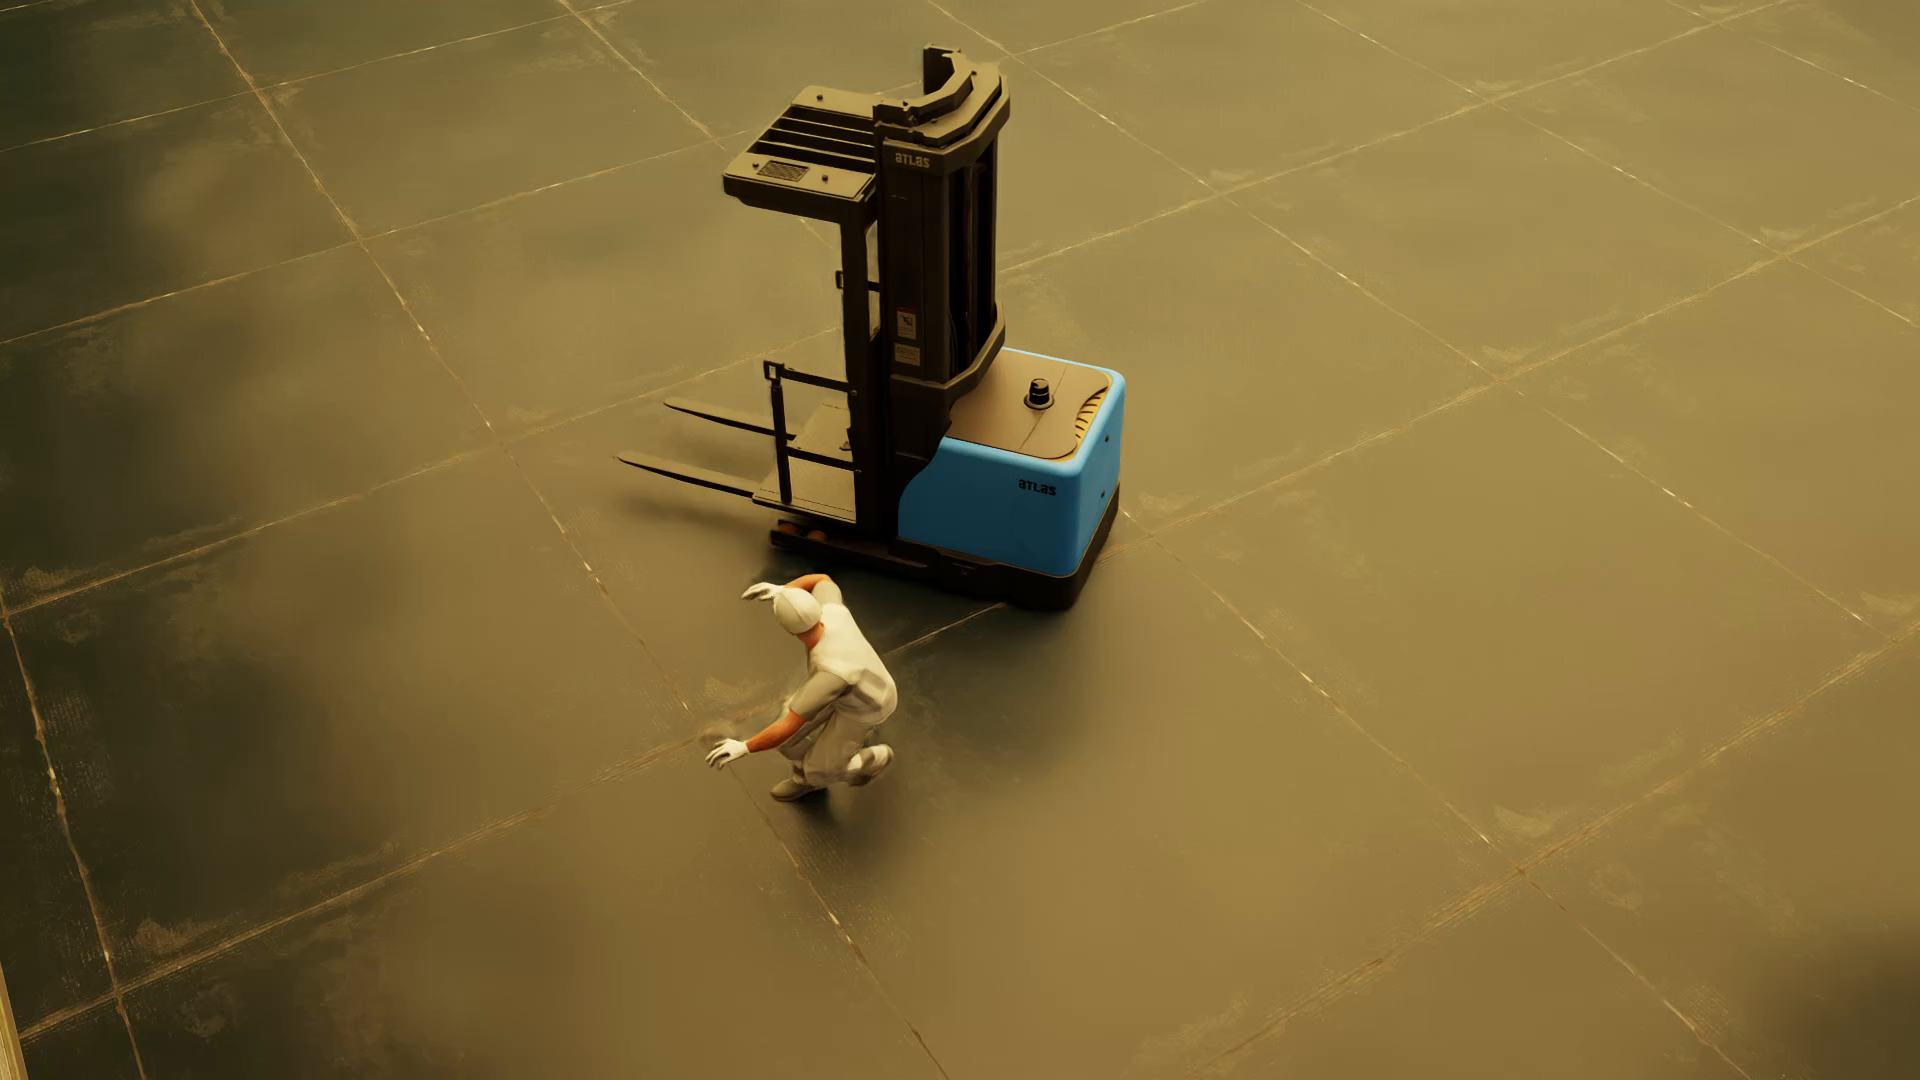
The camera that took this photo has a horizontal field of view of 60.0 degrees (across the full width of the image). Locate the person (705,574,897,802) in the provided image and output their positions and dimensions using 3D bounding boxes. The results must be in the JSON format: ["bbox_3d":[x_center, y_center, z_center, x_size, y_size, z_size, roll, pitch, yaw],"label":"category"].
[{"bbox_3d":[-0.830,0.785,8.073,1.020,1.479,0.788,-18,44,-20],"label":"person"}]

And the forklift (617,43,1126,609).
[{"bbox_3d":[-0.603,-1.307,9.367,3.031,2.935,1.130,14,43,15],"label":"forklift"}]
